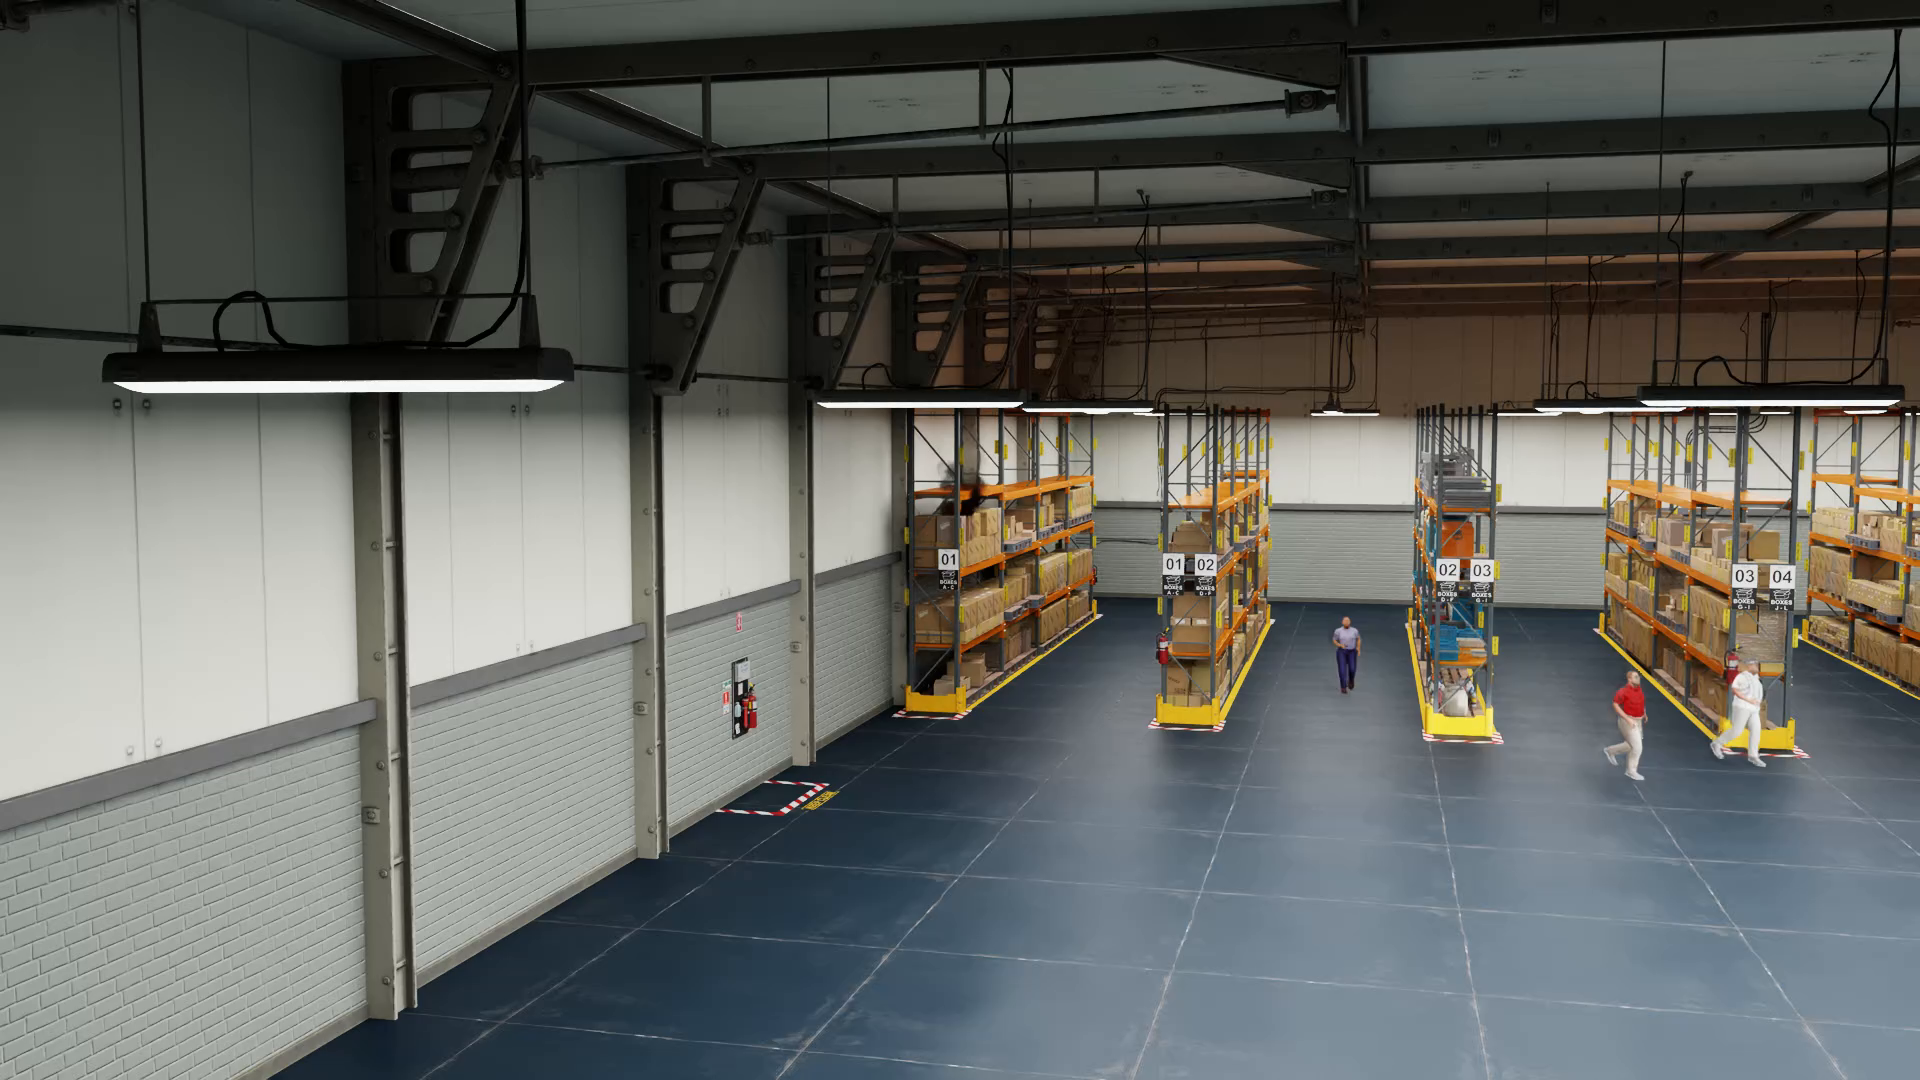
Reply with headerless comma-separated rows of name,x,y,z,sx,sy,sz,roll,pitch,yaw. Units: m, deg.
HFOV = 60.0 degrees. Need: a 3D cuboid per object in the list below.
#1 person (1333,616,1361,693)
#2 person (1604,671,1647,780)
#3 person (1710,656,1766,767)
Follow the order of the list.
person,8.074,2.405,34.683,0.595,1.587,0.556,1,4,8
person,10.678,2.942,26.680,0.667,1.731,0.734,-3,5,-38
person,13.138,2.822,27.785,0.733,1.784,0.896,-3,5,-32
